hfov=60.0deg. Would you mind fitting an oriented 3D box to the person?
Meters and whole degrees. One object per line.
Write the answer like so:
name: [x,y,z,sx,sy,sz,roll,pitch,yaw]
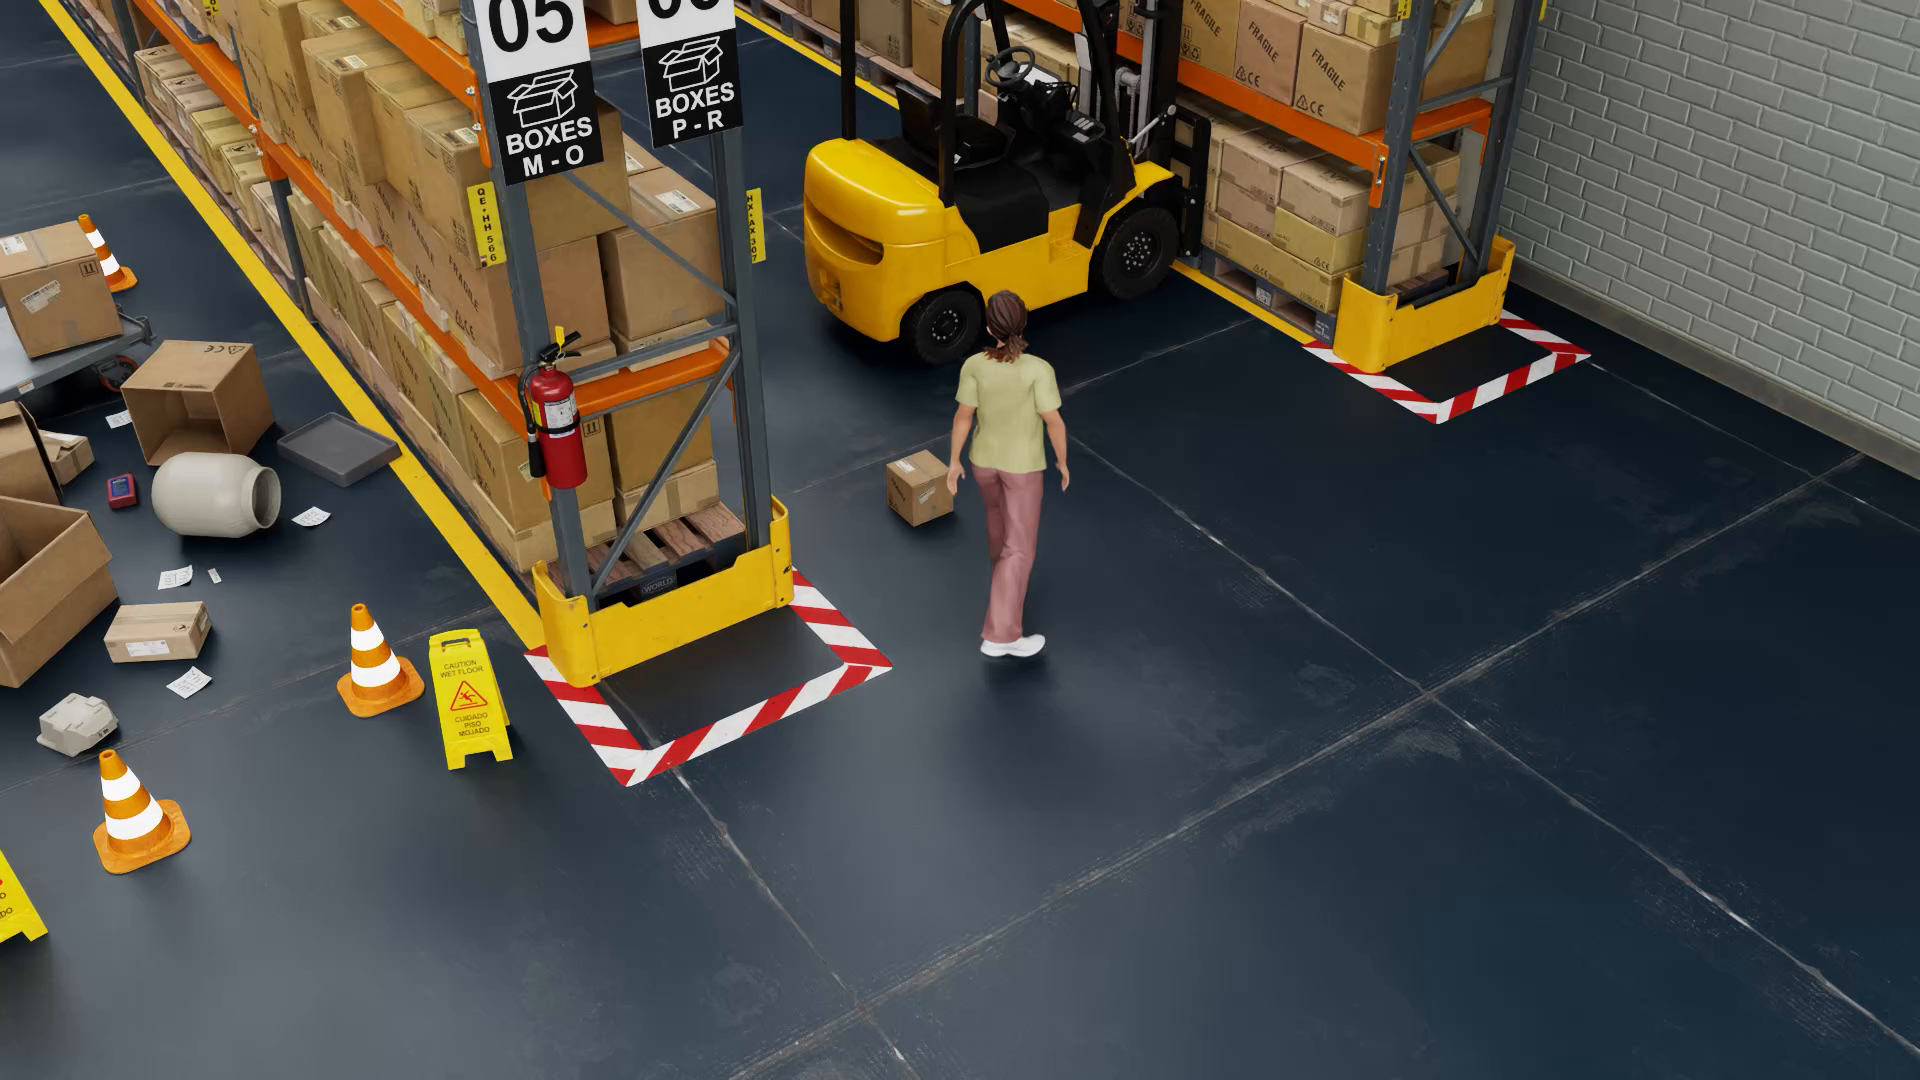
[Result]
person: [0.229,-0.322,7.456,0.546,1.637,0.882,14,39,18]
